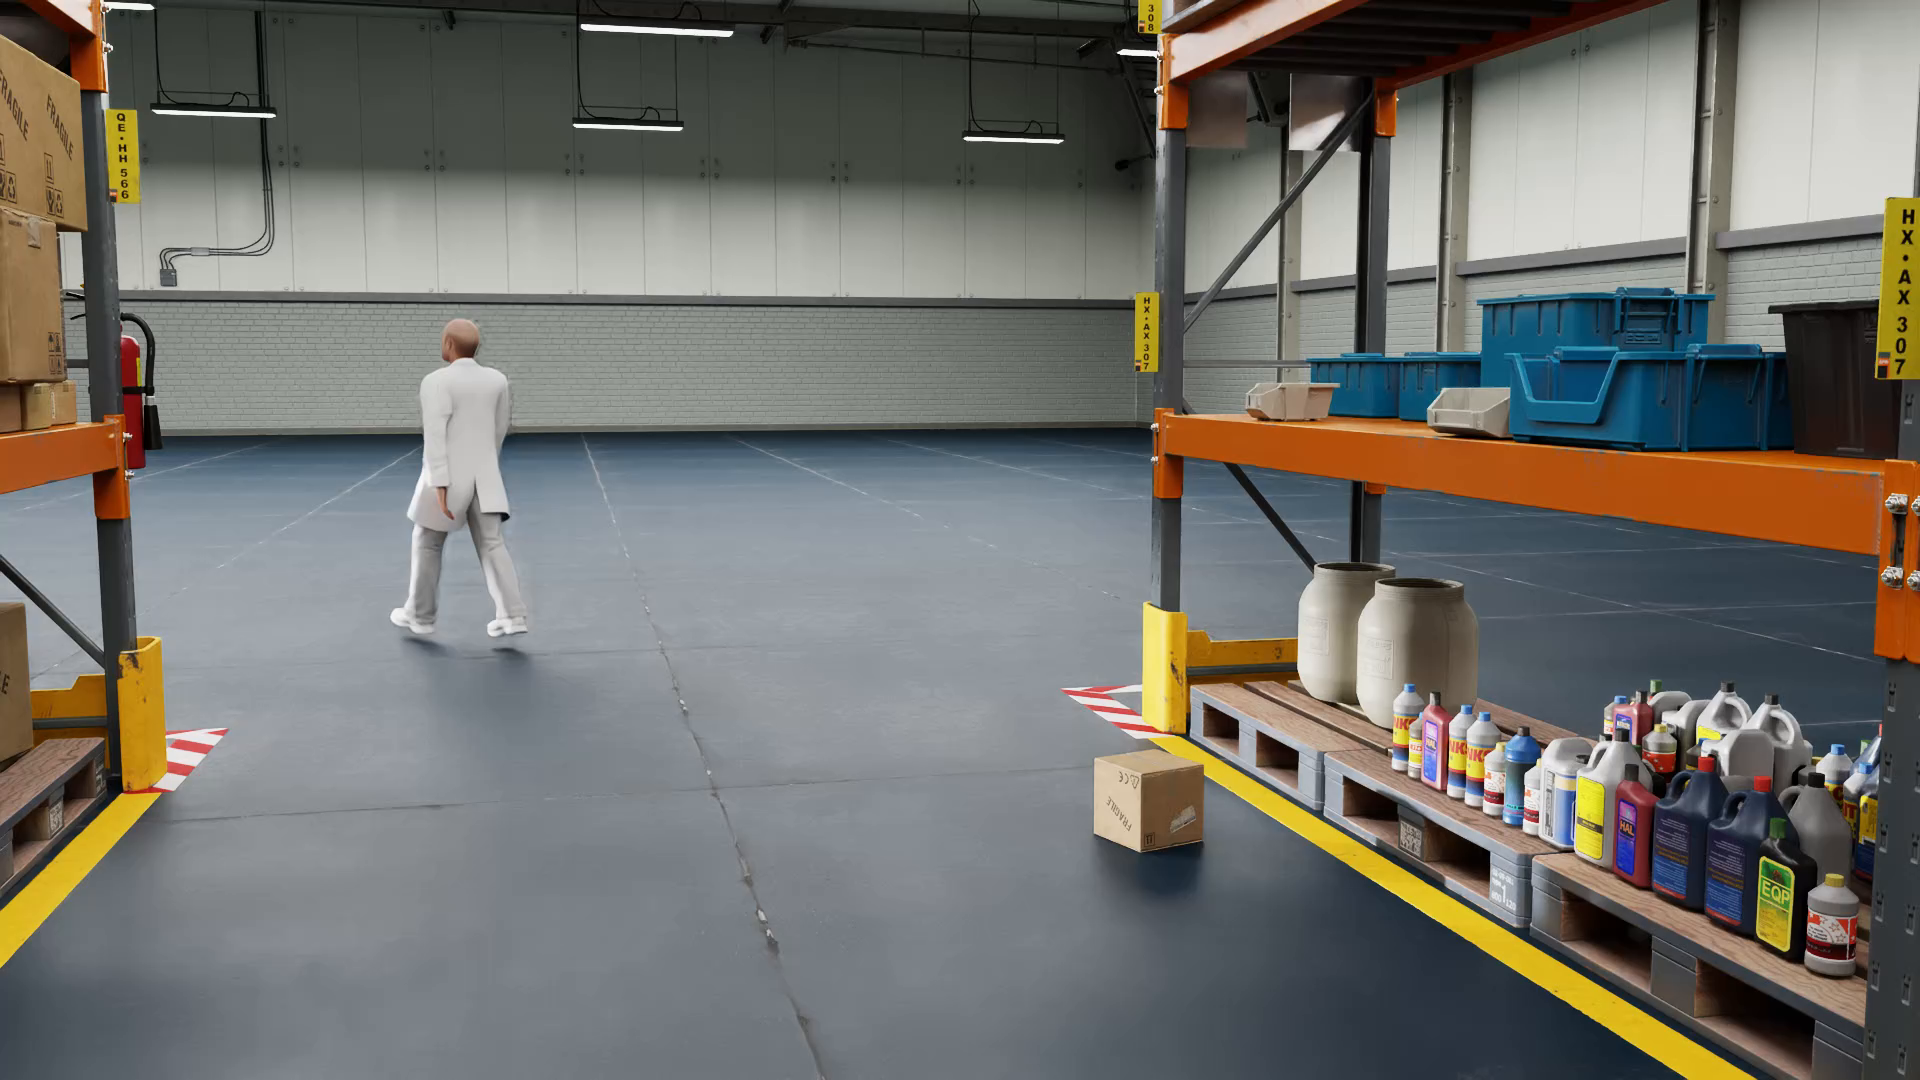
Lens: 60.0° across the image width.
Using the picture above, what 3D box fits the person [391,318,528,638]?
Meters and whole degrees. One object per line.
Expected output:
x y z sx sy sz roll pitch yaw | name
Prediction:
-2.716 -0.330 9.029 0.563 1.726 1.118 -6 8 -43 | person
